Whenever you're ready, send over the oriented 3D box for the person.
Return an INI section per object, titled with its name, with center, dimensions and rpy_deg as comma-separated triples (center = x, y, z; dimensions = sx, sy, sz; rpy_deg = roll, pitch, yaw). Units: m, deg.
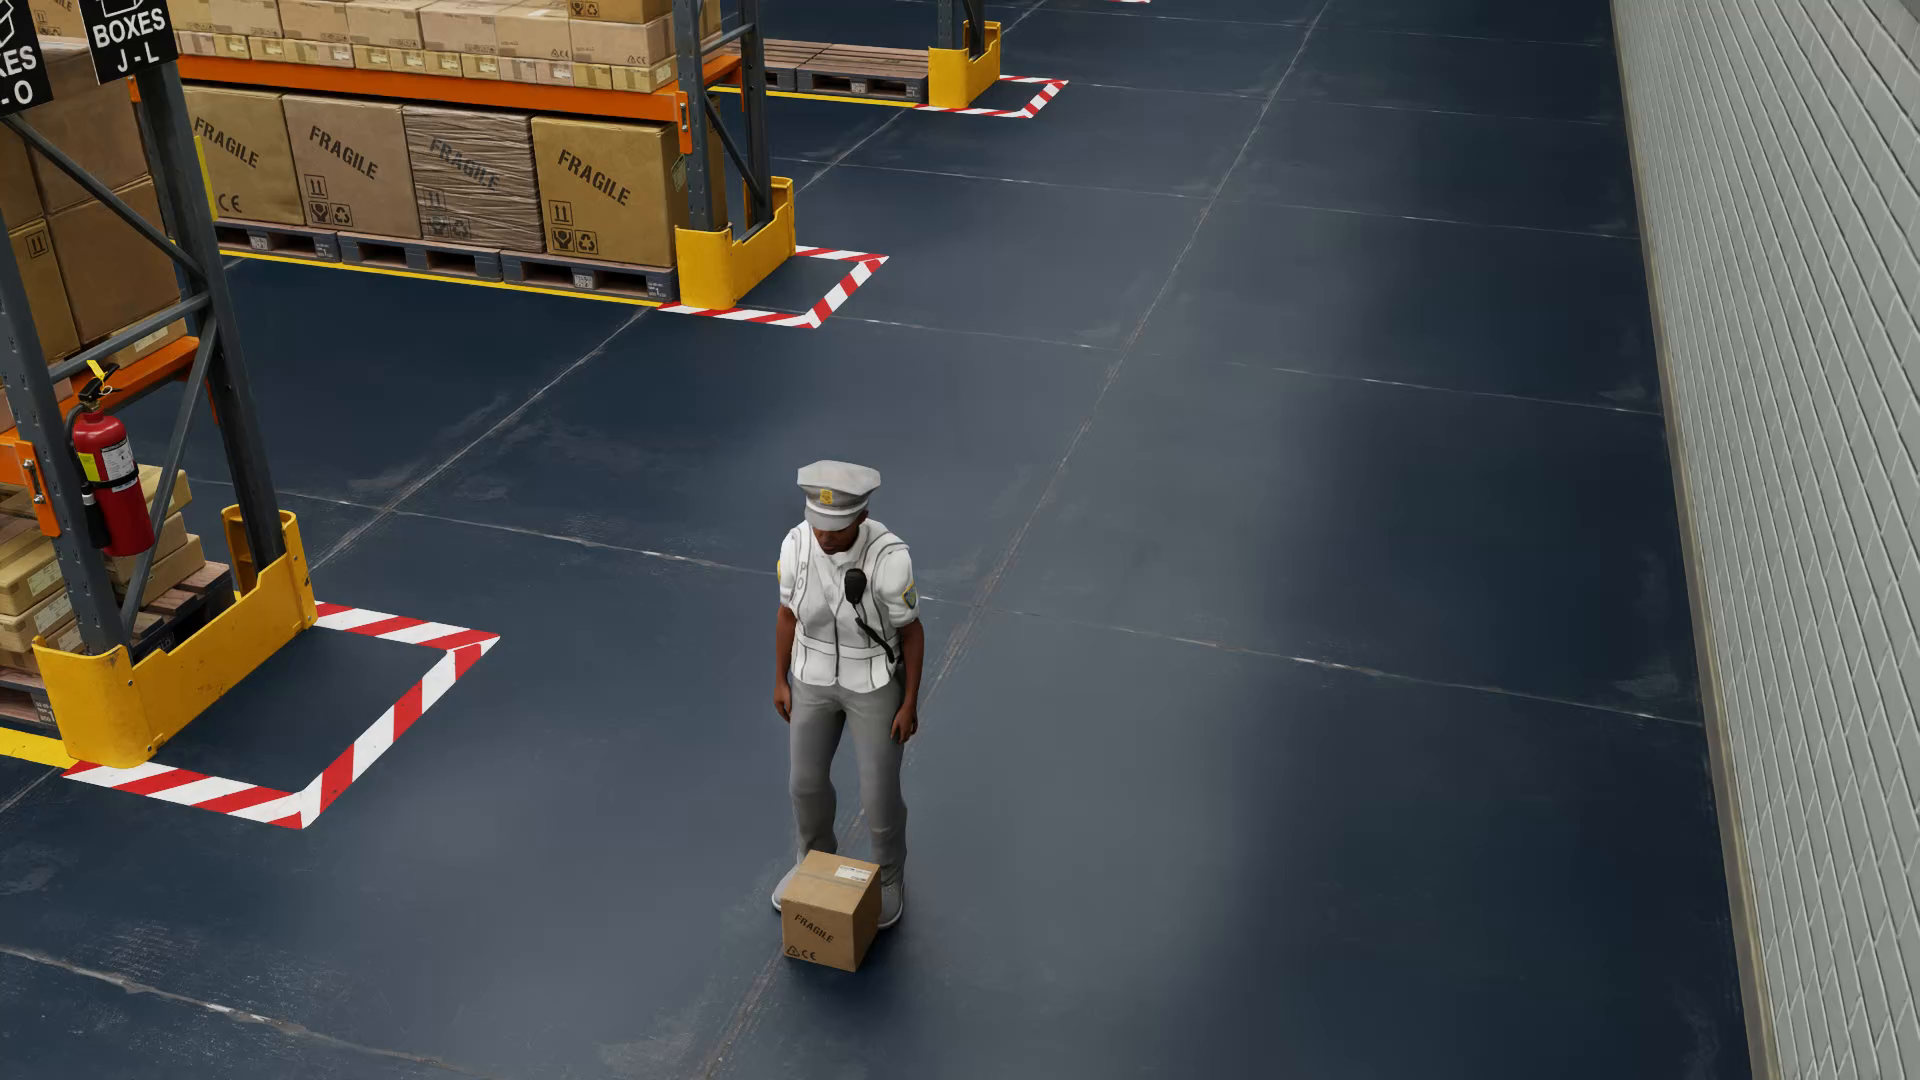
[person]
center = -0.363, 0.481, 5.276
dimensions = 0.503, 1.656, 0.397
rpy_deg = 9, 30, 15
